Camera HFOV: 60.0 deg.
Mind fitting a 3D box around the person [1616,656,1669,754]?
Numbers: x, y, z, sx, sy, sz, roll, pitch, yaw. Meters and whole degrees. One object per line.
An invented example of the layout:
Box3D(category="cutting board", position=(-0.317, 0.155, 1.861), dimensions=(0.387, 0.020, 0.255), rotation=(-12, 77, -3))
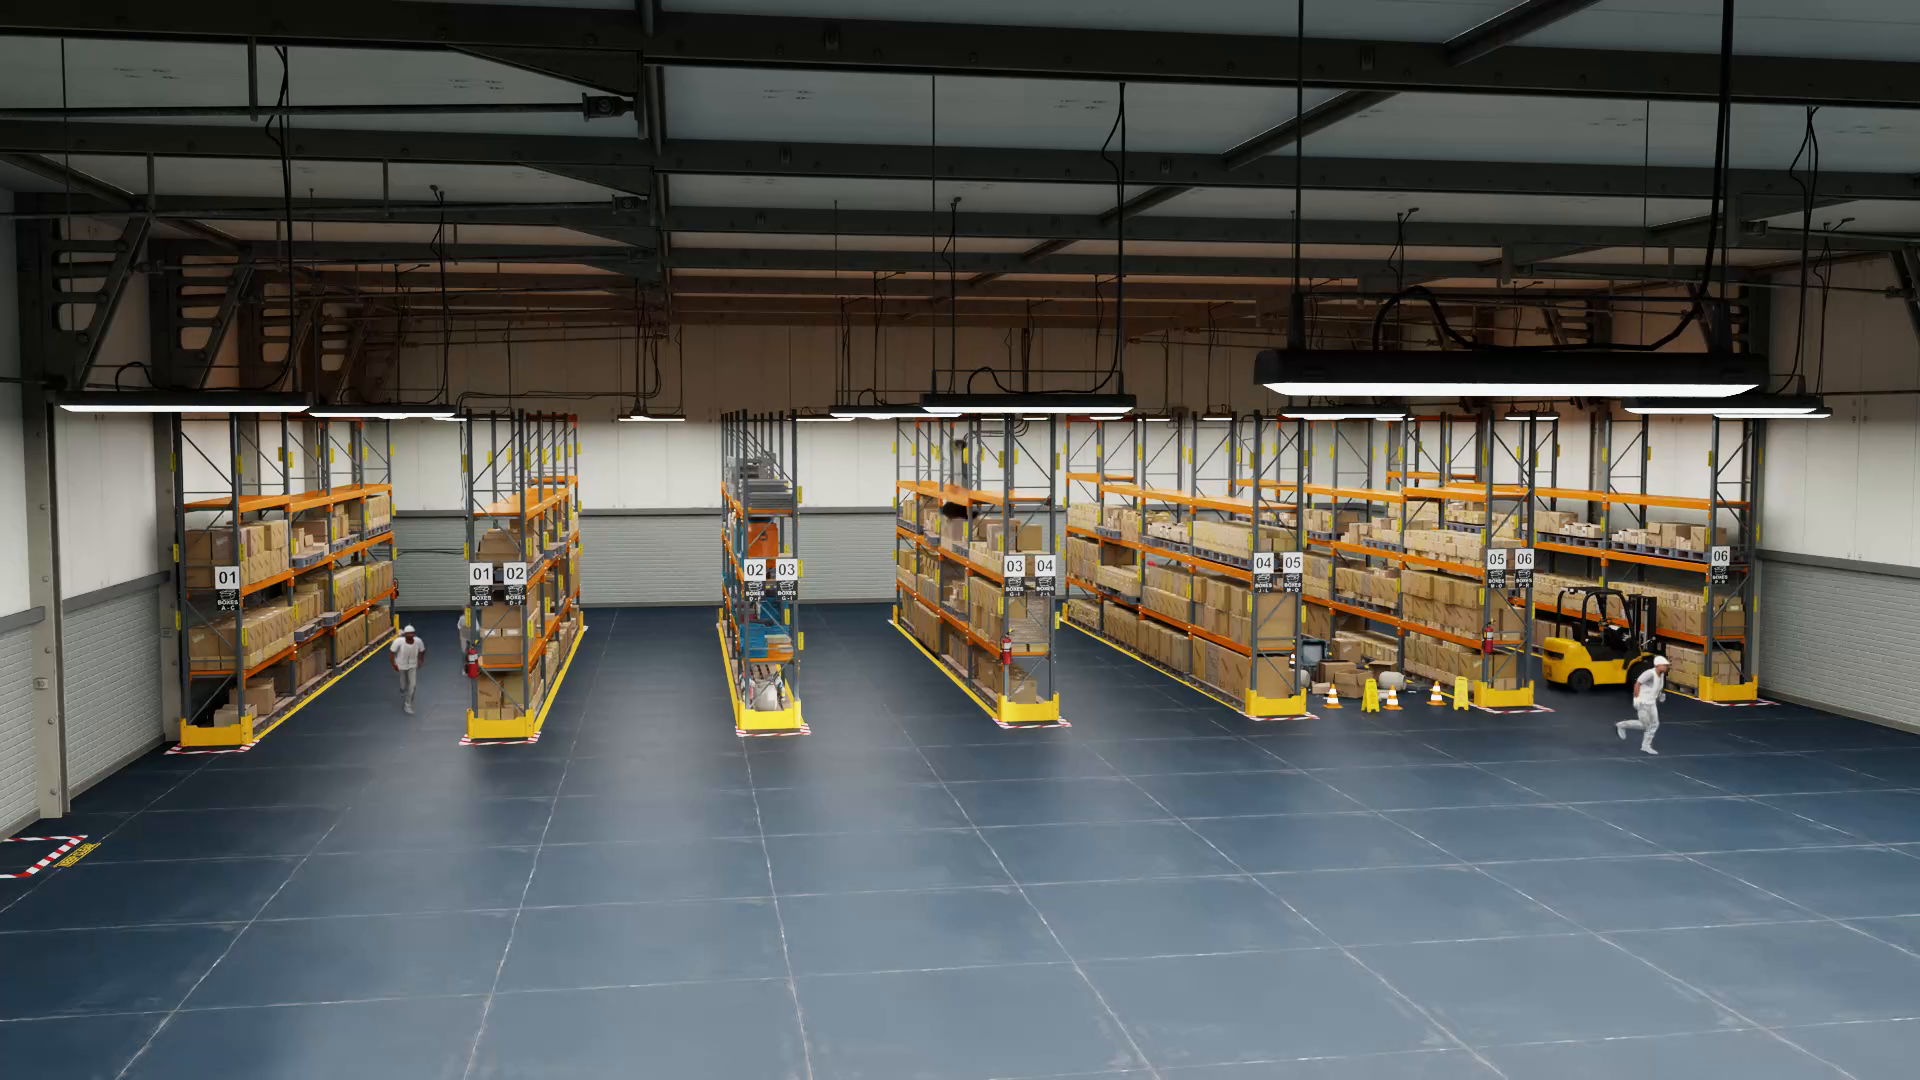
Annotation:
Box3D(category="person", position=(11.959, 2.860, 29.110), dimensions=(0.876, 1.715, 0.681), rotation=(3, 5, 41))

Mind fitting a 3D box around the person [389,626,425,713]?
Box3D(category="person", position=(-11.066, 2.563, 33.291), dimensions=(0.708, 1.745, 0.903), rotation=(-2, 4, -27))

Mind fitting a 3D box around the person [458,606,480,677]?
Box3D(category="person", position=(-11.163, 2.304, 37.773), dimensions=(0.507, 1.638, 0.697), rotation=(-1, 4, -10))

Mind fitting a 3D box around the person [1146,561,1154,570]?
Box3D(category="person", position=(5.533, 1.478, 48.180), dimensions=(0.660, 1.762, 0.840), rotation=(-3, 5, -38))
